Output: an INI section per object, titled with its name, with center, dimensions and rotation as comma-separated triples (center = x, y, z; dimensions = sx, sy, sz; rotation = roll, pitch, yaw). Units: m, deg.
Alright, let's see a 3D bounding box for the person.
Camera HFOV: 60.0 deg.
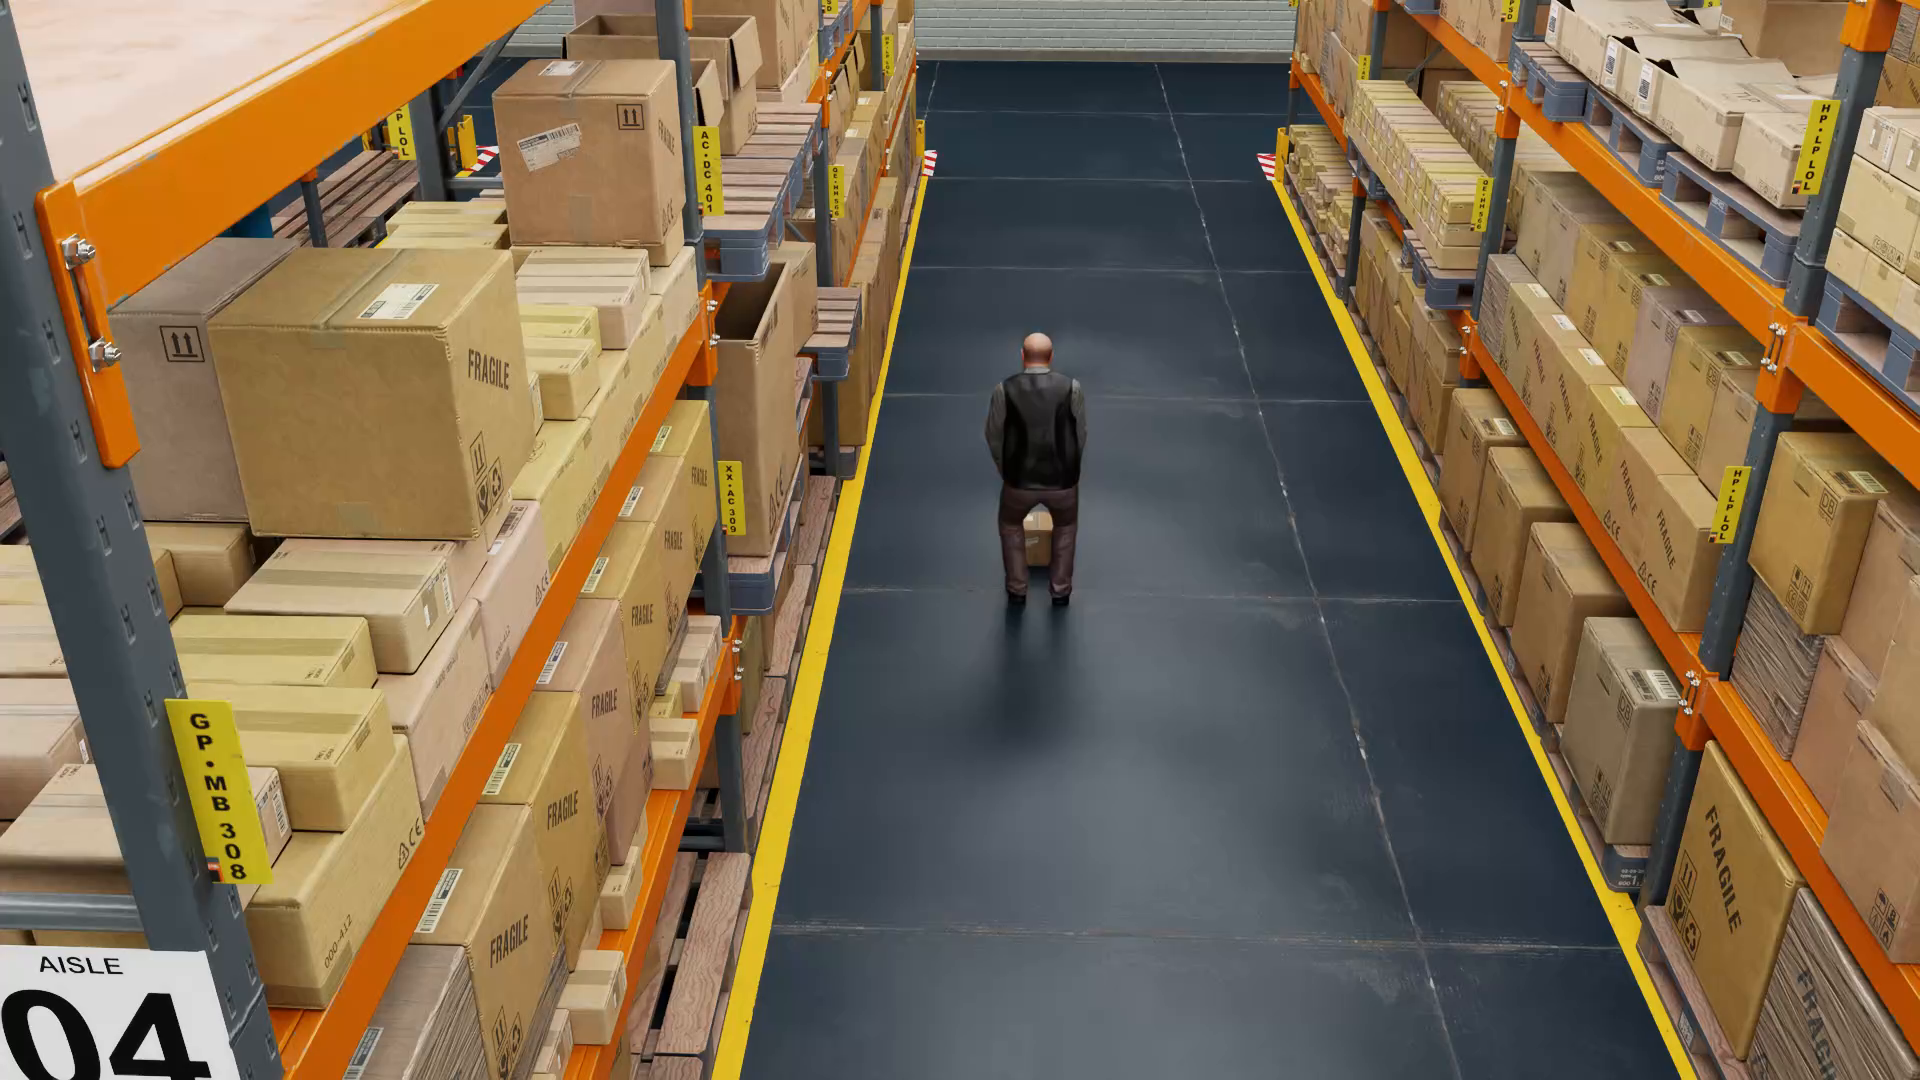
[person]
center = 0.430, -0.372, 9.515
dimensions = 0.581, 1.581, 0.555
rotation = 1, 28, 3
